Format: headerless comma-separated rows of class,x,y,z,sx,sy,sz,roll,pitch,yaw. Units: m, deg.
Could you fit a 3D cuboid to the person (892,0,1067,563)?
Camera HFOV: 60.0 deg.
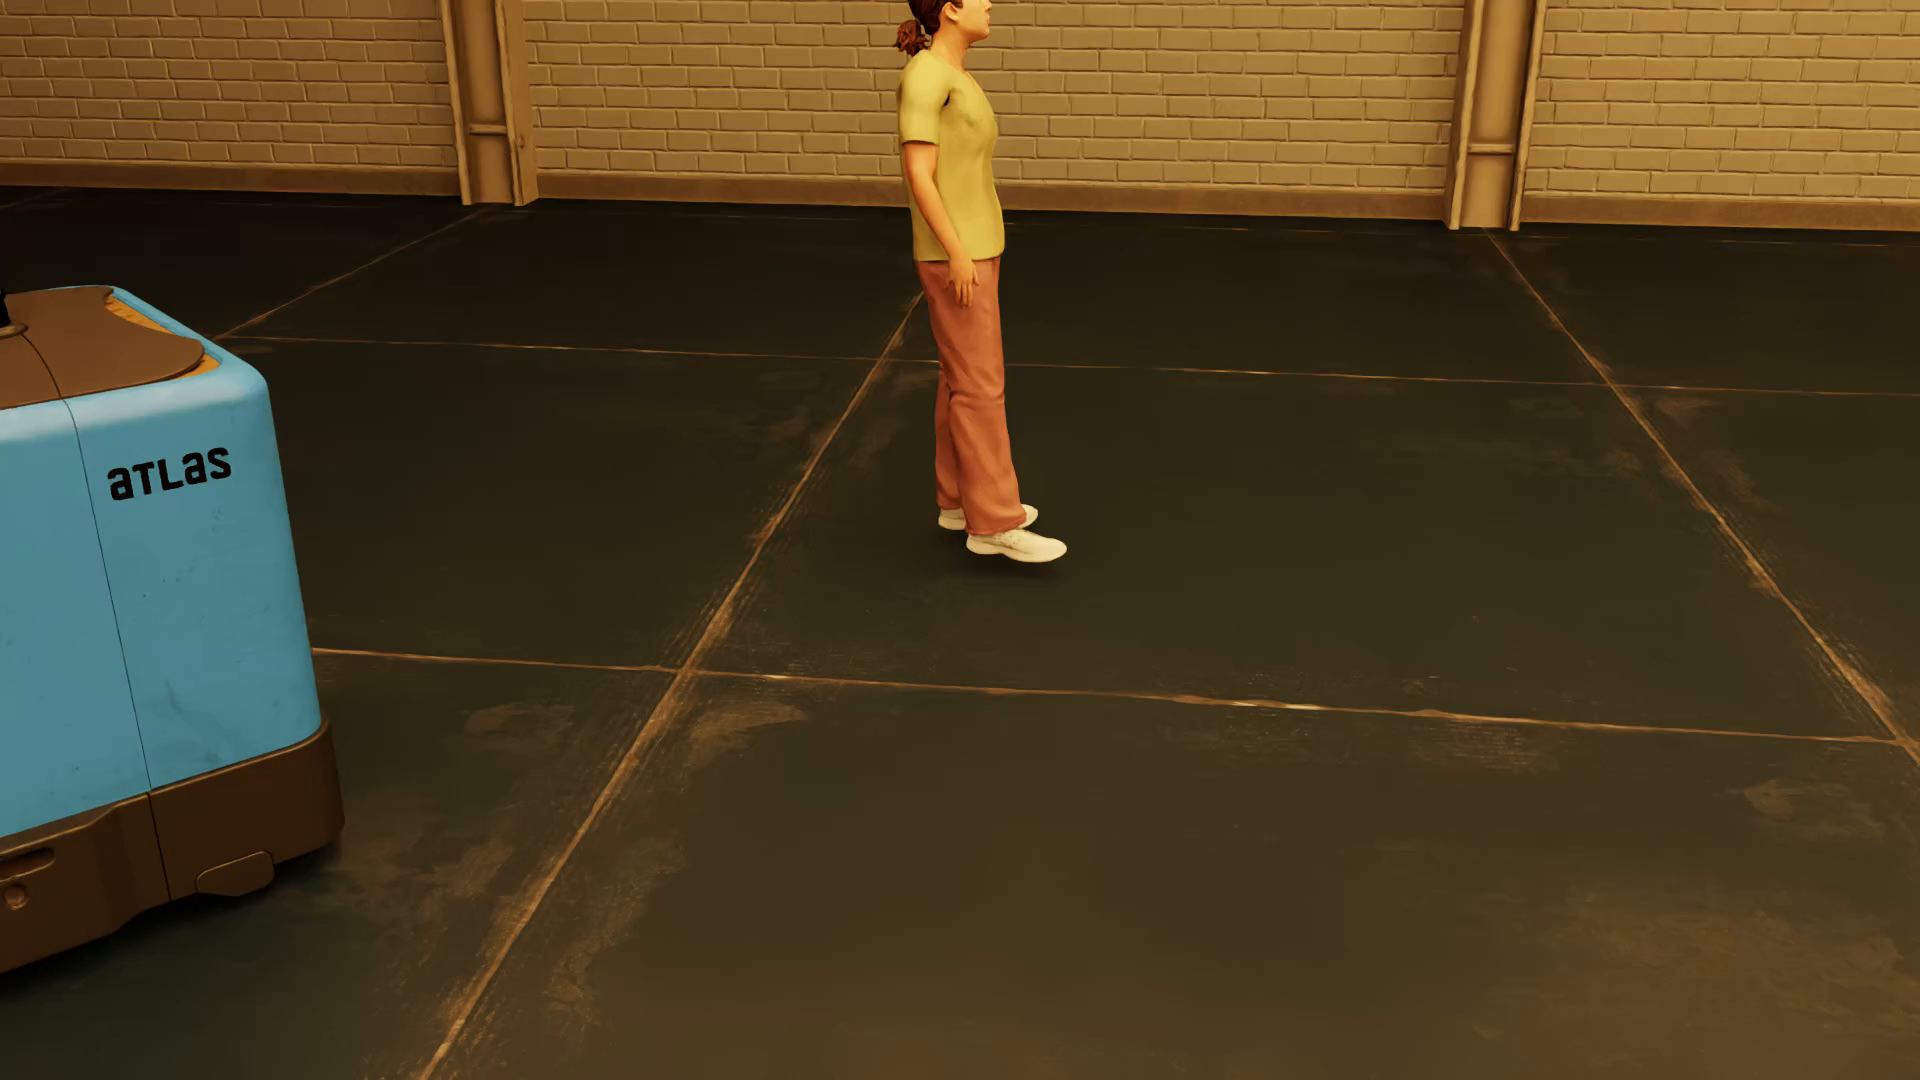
person,0.072,-0.814,4.828,0.547,1.673,0.554,3,22,7

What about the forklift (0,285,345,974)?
forklift,-2.738,-0.461,2.398,3.031,2.935,1.130,-18,28,-37
